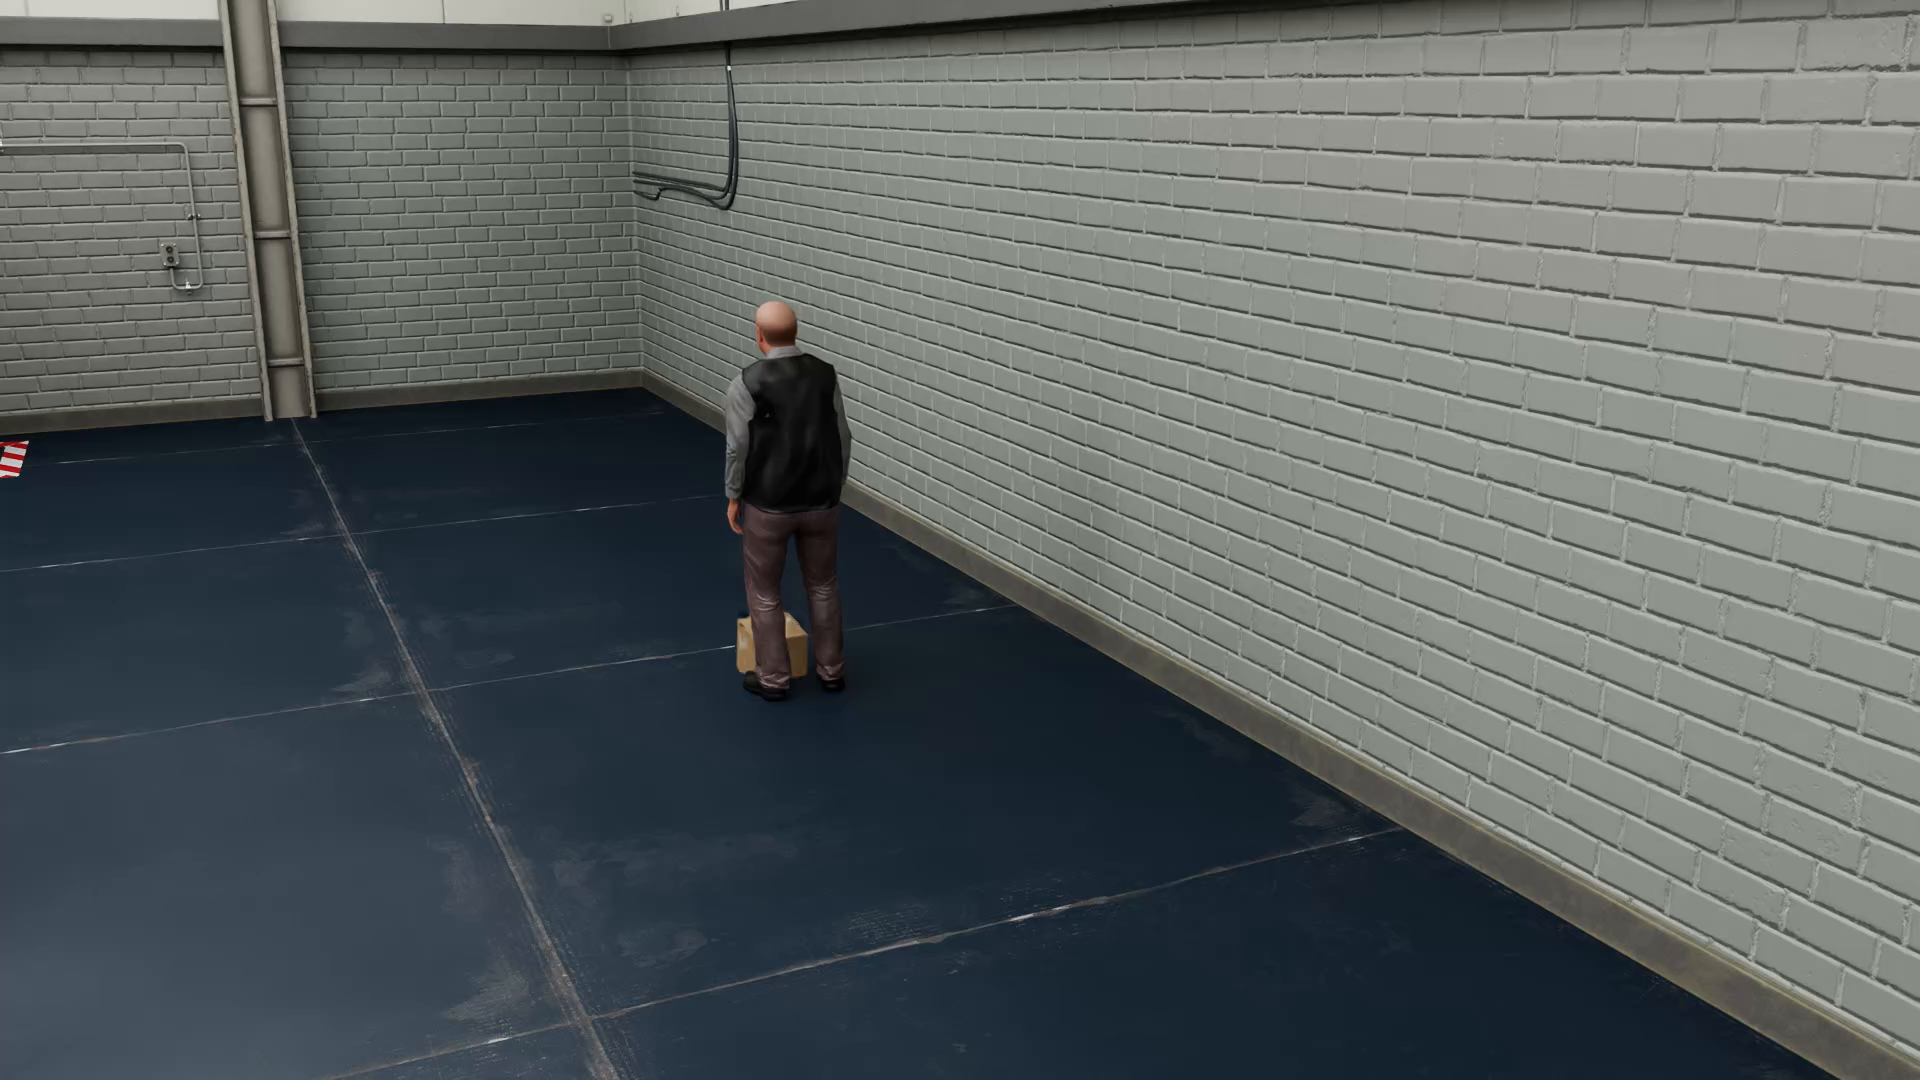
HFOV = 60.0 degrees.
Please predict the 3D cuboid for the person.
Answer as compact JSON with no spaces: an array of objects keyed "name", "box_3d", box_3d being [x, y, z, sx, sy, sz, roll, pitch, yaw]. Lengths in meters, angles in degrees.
[{"name":"person","box_3d":[-0.733,-0.109,7.165,0.570,1.619,0.421,-8,17,-26]}]
